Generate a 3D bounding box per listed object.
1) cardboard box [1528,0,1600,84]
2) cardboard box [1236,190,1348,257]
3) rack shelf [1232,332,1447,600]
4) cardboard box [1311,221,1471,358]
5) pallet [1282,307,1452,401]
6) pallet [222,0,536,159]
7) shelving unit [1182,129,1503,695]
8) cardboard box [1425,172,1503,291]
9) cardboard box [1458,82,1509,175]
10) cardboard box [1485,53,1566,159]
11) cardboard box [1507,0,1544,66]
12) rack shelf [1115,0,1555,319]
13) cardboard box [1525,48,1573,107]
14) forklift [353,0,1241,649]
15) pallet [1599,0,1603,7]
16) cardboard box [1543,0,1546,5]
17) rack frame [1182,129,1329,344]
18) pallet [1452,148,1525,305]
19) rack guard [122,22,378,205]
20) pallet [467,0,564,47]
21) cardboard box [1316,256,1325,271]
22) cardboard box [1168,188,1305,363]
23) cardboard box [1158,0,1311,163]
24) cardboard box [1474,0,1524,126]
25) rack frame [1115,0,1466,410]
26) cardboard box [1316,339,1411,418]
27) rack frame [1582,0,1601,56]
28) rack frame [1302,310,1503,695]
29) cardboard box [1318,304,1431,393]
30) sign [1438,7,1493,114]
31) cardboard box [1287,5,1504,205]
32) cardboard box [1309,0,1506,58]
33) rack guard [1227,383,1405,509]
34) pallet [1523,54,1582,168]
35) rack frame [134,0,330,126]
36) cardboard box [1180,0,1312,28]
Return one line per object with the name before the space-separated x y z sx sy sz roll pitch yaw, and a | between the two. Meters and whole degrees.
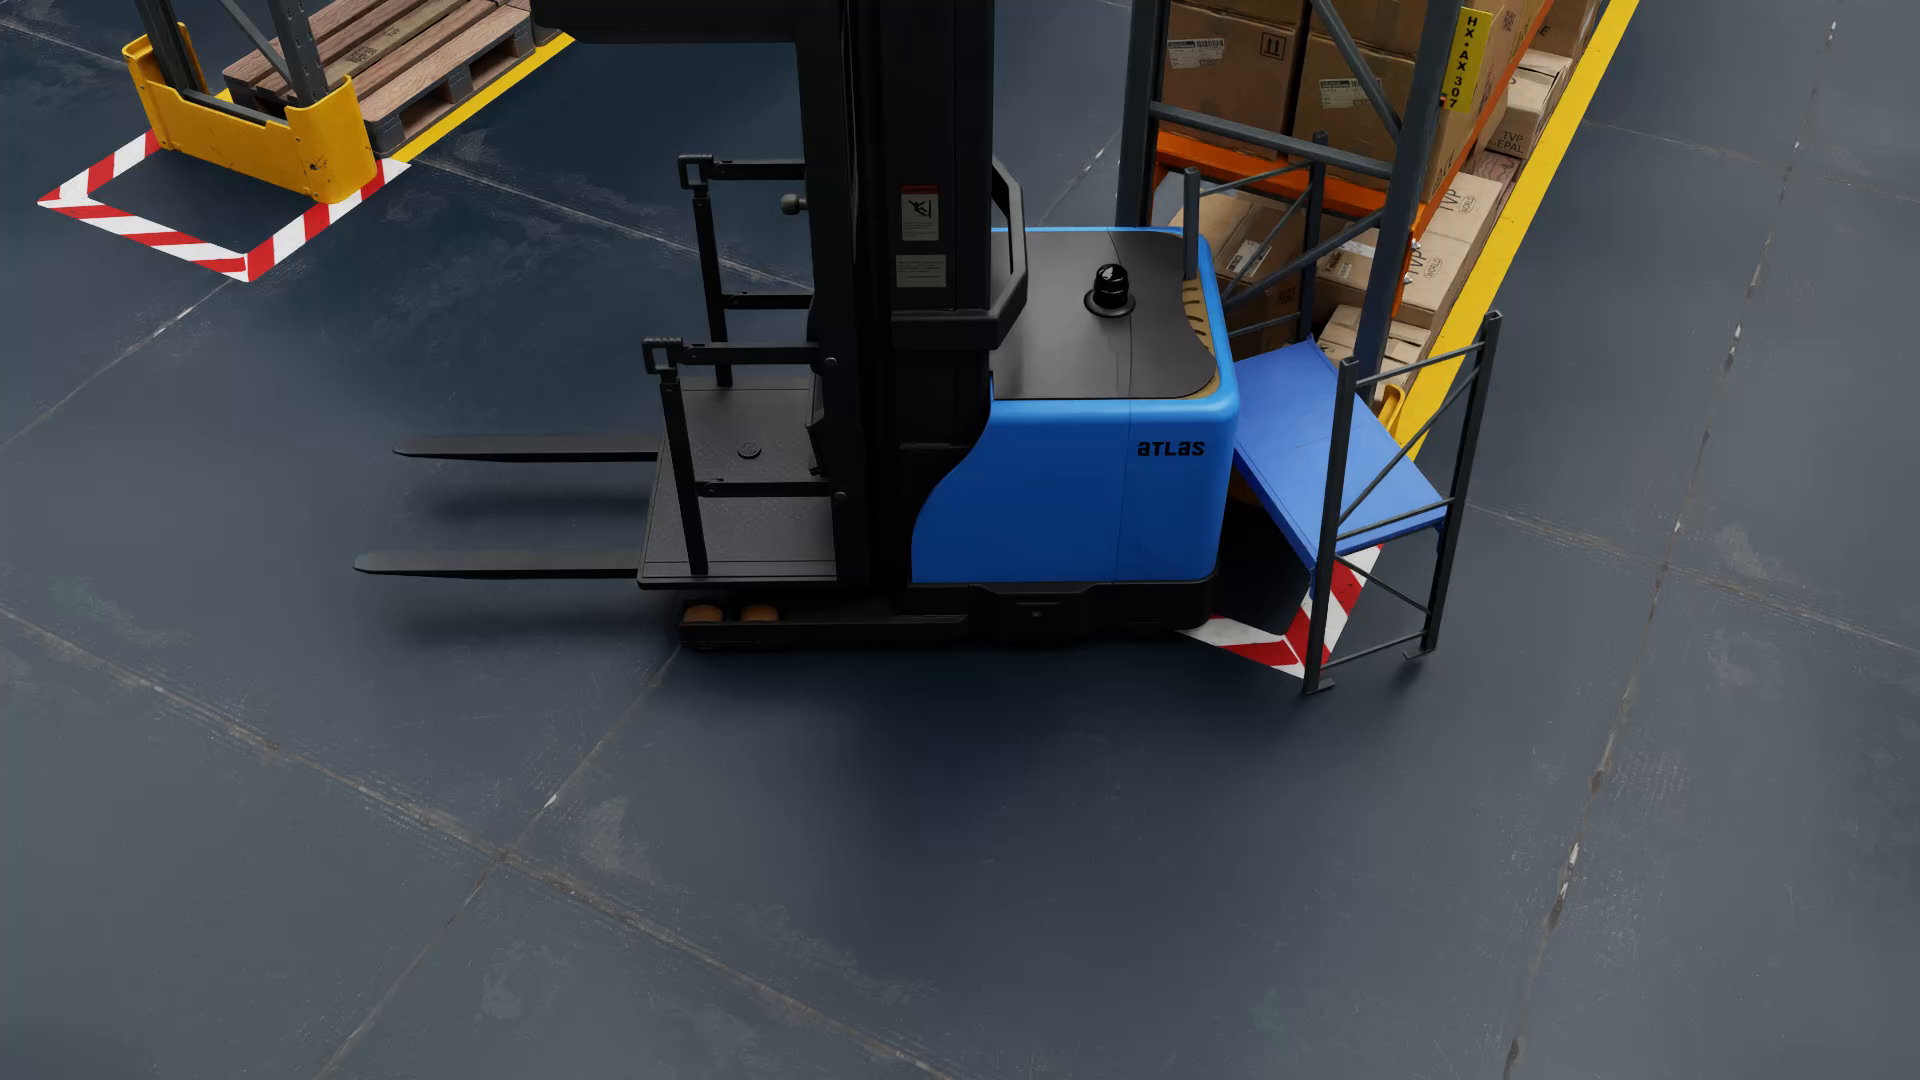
cardboard box | 2.859 -2.639 8.197 0.500 0.500 0.500 20 49 19
cardboard box | 1.517 -1.496 7.244 0.500 0.250 0.500 20 49 19
rack shelf | 1.203 -0.279 5.694 0.538 0.185 1.000 -18 48 -10
cardboard box | 1.751 -1.048 6.800 0.500 0.250 0.500 20 49 19
pallet | 1.420 -0.866 6.957 1.003 0.211 1.213 20 49 19
pallet | -2.953 -2.460 8.533 1.003 0.211 1.213 20 49 19
shelving unit | 1.189 -0.401 5.562 0.538 1.500 1.048 -18 48 -10
cardboard box | 1.983 -1.363 7.112 0.500 0.250 0.500 20 49 19
cardboard box | 2.004 -1.907 7.472 0.797 0.503 0.637 20 49 19
cardboard box | 2.510 -2.100 7.798 0.500 0.311 0.500 20 49 19
cardboard box | 1.925 -2.165 6.211 0.500 0.500 0.500 20 49 19
rack shelf | 1.943 -2.303 6.923 1.077 0.370 4.000 20 49 19
cardboard box | 2.738 -2.259 8.069 0.380 0.149 0.250 20 49 19
forklift | -0.623 -1.025 5.202 3.031 2.935 1.130 -1 45 0
pallet | 3.216 -3.360 9.423 1.003 0.211 1.213 20 49 19
cardboard box | 2.158 -2.480 6.521 0.500 0.500 0.500 21 49 20
rack frame | 1.016 -0.741 5.898 0.500 1.500 0.032 -18 48 -10
pallet | 1.987 -1.631 7.714 1.003 0.211 1.213 20 49 19
rack guard | -3.370 -2.035 7.910 1.175 0.500 0.348 20 49 19
pallet | -2.386 -3.226 9.290 1.003 0.211 1.213 20 49 19
cardboard box | 1.317 -1.104 6.915 0.380 0.166 0.250 20 49 19
cardboard box | 1.049 -0.996 6.573 0.500 0.500 0.500 20 49 19
cardboard box | 0.982 -1.703 5.754 0.500 0.500 0.500 22 49 20
cardboard box | 1.689 -1.850 5.899 0.500 0.500 0.500 20 49 19
rack frame | 1.015 -1.296 5.422 1.000 3.000 0.127 20 49 19
cardboard box | 1.514 -0.599 6.428 0.380 0.149 0.250 20 49 19
rack frame | 2.872 -3.816 7.912 1.000 3.000 0.127 20 49 19
rack frame | 1.361 -0.061 5.226 0.500 1.500 0.032 -18 48 -10
cardboard box | 1.630 -0.762 6.577 0.380 0.166 0.250 20 49 19
sign | 1.496 -1.421 4.937 0.100 0.325 0.005 20 49 19
cardboard box | 1.455 -1.523 5.576 0.500 0.500 0.500 21 49 20
cardboard box | 1.455 -1.875 5.221 0.500 0.500 0.500 22 49 20
rack guard | 1.050 -0.465 6.358 1.175 0.500 0.348 20 49 19
pallet | 2.552 -2.403 8.477 1.003 0.211 1.213 20 49 19
rack frame | -3.371 -2.933 7.040 1.000 3.000 0.127 20 49 19
cardboard box | 0.978 -2.053 5.397 0.500 0.500 0.500 20 49 19
